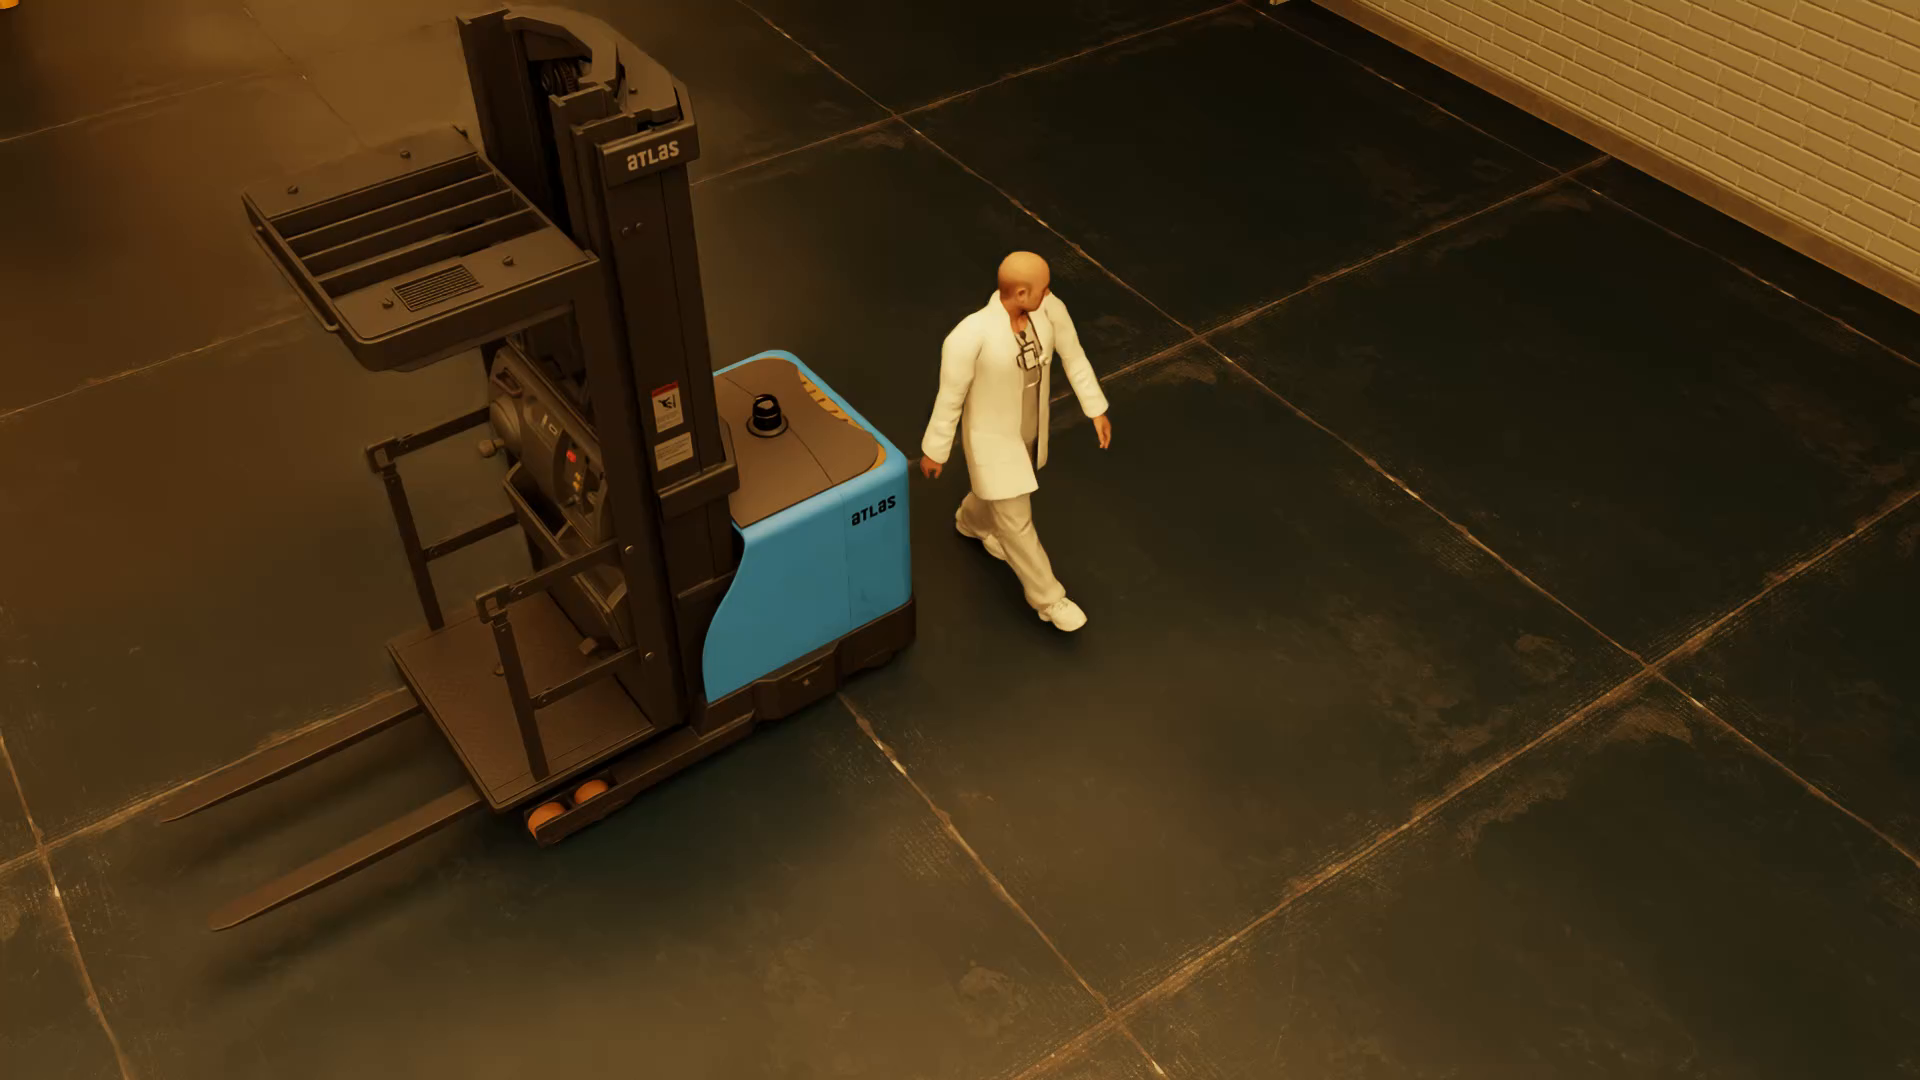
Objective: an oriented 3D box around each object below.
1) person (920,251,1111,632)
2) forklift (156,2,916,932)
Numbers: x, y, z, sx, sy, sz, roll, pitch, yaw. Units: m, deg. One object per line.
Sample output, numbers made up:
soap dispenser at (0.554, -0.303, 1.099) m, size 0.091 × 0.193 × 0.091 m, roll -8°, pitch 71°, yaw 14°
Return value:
person at (0.267, -0.419, 7.061) m, size 0.992 × 1.730 × 0.741 m, roll 34°, pitch 52°, yaw 31°
forklift at (-1.682, -0.286, 6.026) m, size 3.031 × 2.935 × 1.130 m, roll -26°, pitch 49°, yaw -26°
